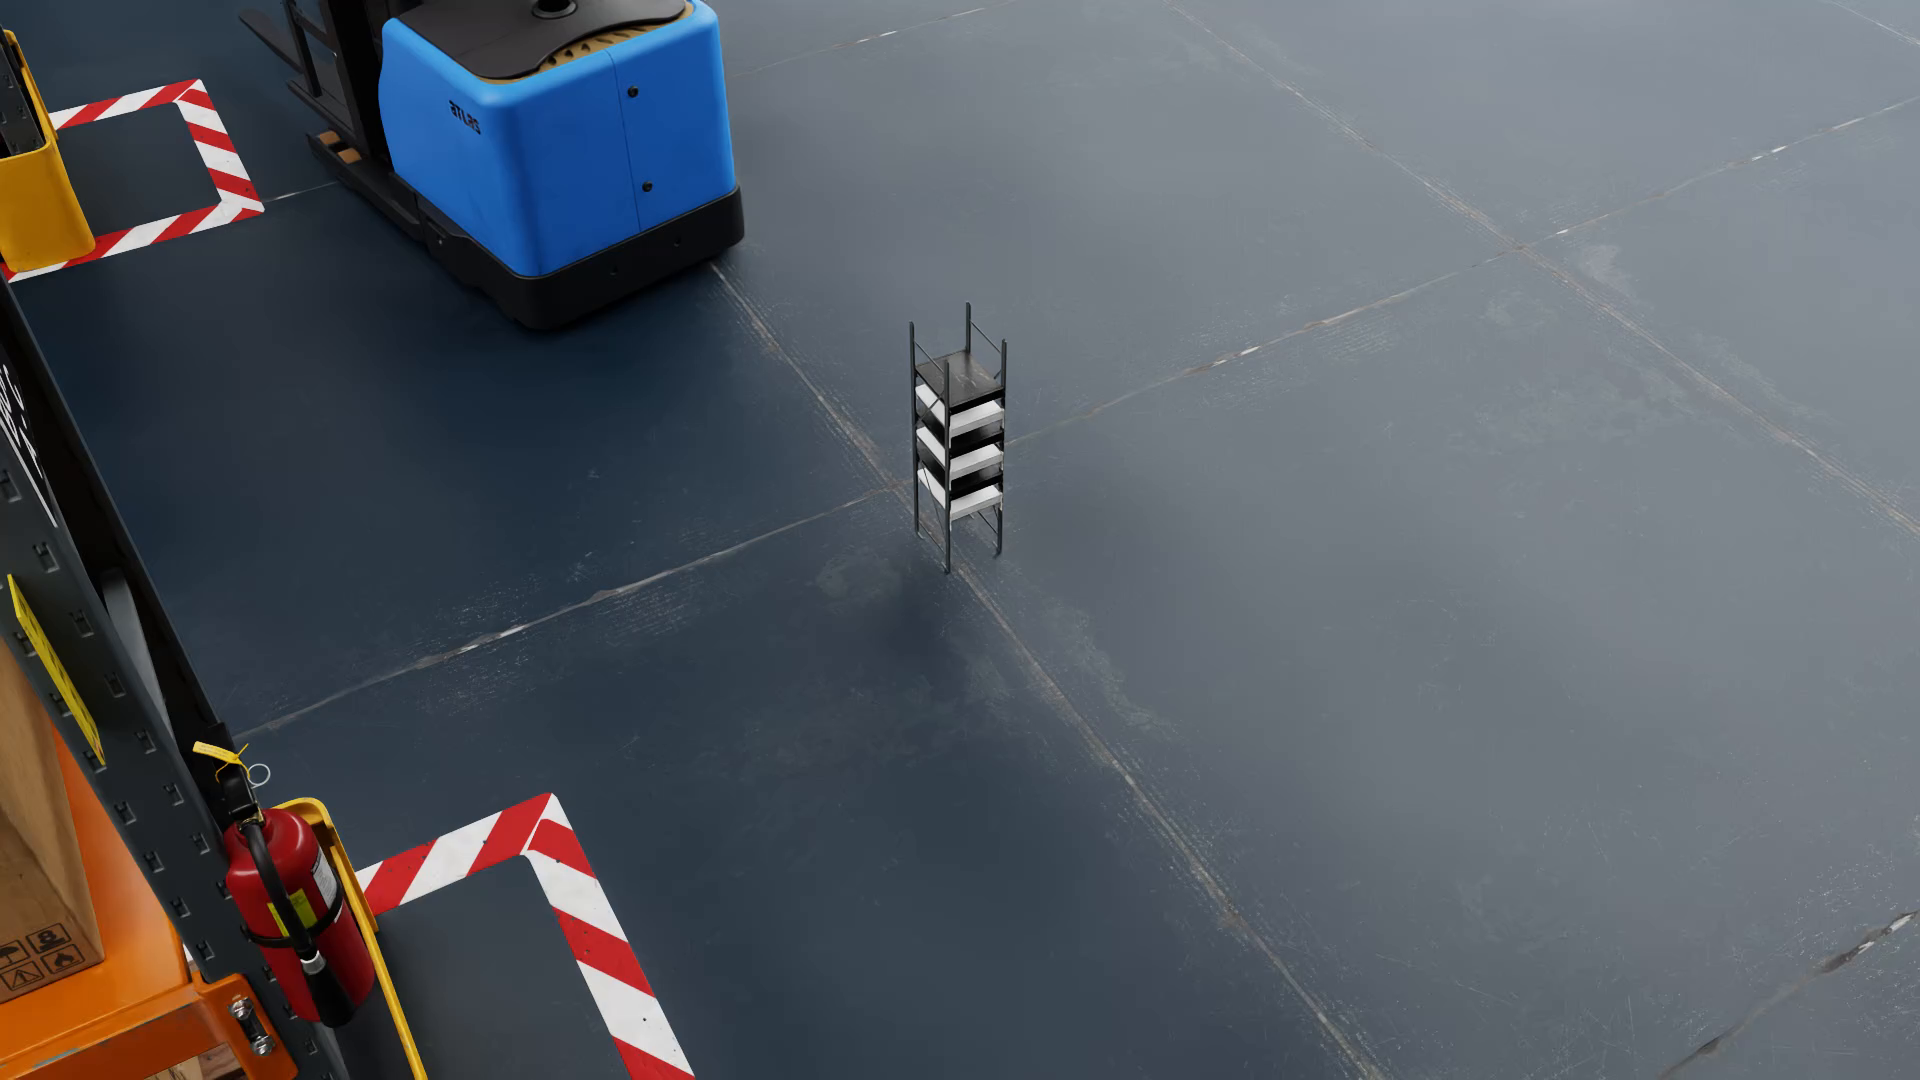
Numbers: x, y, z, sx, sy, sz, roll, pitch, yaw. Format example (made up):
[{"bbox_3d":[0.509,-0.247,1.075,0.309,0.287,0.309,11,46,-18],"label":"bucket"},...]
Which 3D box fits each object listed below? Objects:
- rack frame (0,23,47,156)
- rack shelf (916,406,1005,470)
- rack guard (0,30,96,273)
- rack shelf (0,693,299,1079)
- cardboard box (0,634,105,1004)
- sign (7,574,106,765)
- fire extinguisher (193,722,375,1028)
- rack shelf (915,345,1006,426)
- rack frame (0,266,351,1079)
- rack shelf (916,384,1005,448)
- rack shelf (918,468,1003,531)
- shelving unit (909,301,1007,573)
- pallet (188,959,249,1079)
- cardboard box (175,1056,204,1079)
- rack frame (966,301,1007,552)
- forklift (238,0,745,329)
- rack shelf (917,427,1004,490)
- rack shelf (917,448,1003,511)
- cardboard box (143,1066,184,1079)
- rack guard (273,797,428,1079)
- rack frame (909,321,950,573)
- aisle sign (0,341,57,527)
[{"bbox_3d":[-4.024,-2.634,6.310,0.127,3.000,1.000,-22,48,-21],"label":"rack frame"},{"bbox_3d":[-0.007,-0.361,5.394,0.200,0.077,0.258,-22,48,-21],"label":"rack shelf"},{"bbox_3d":[-4.066,-1.682,7.124,0.348,0.500,1.175,-22,48,-21],"label":"rack guard"},{"bbox_3d":[-3.293,1.311,2.762,4.000,0.370,1.077,-22,48,-21],"label":"rack shelf"},{"bbox_3d":[-1.970,0.477,3.033,0.500,0.500,0.700,-22,48,-21],"label":"cardboard box"},{"bbox_3d":[-1.301,0.190,2.398,0.005,0.325,0.100,-22,48,-21],"label":"sign"},{"bbox_3d":[-1.225,0.626,3.007,0.183,0.674,0.296,-22,48,-21],"label":"fire extinguisher"},{"bbox_3d":[-0.007,-0.490,5.269,0.200,0.077,0.258,-22,48,-21],"label":"rack shelf"},{"bbox_3d":[-1.559,0.359,3.227,0.127,3.000,1.000,-22,48,-21],"label":"rack frame"},{"bbox_3d":[-0.007,-0.425,5.332,0.200,0.077,0.258,-22,48,-21],"label":"rack shelf"},{"bbox_3d":[-0.007,-0.167,5.582,0.200,0.077,0.258,-22,48,-21],"label":"rack shelf"},{"bbox_3d":[-0.007,-0.320,5.434,0.210,0.900,0.258,-22,48,-21],"label":"shelving unit"},{"bbox_3d":[-2.201,1.650,3.898,1.213,0.211,1.003,-22,48,-21],"label":"pallet"},{"bbox_3d":[-2.135,1.246,3.985,0.500,0.250,0.500,-22,48,-21],"label":"cardboard box"},{"bbox_3d":[0.081,-0.355,5.470,0.006,0.900,0.240,-22,48,-21],"label":"rack frame"},{"bbox_3d":[-2.254,-2.822,6.553,1.130,2.935,3.031,-32,52,-28],"label":"forklift"},{"bbox_3d":[-0.007,-0.296,5.457,0.200,0.077,0.258,-22,48,-21],"label":"rack shelf"},{"bbox_3d":[-0.007,-0.232,5.520,0.200,0.077,0.258,-22,48,-21],"label":"rack shelf"},{"bbox_3d":[-1.876,1.291,3.400,0.500,0.500,0.500,-22,48,-21],"label":"cardboard box"},{"bbox_3d":[-1.538,1.247,4.106,0.348,0.500,1.175,-22,48,-21],"label":"rack guard"},{"bbox_3d":[-0.095,-0.285,5.397,0.006,0.900,0.240,-22,48,-21],"label":"rack frame"},{"bbox_3d":[-1.356,-0.420,2.162,0.004,0.787,0.394,-22,48,-21],"label":"aisle sign"}]
